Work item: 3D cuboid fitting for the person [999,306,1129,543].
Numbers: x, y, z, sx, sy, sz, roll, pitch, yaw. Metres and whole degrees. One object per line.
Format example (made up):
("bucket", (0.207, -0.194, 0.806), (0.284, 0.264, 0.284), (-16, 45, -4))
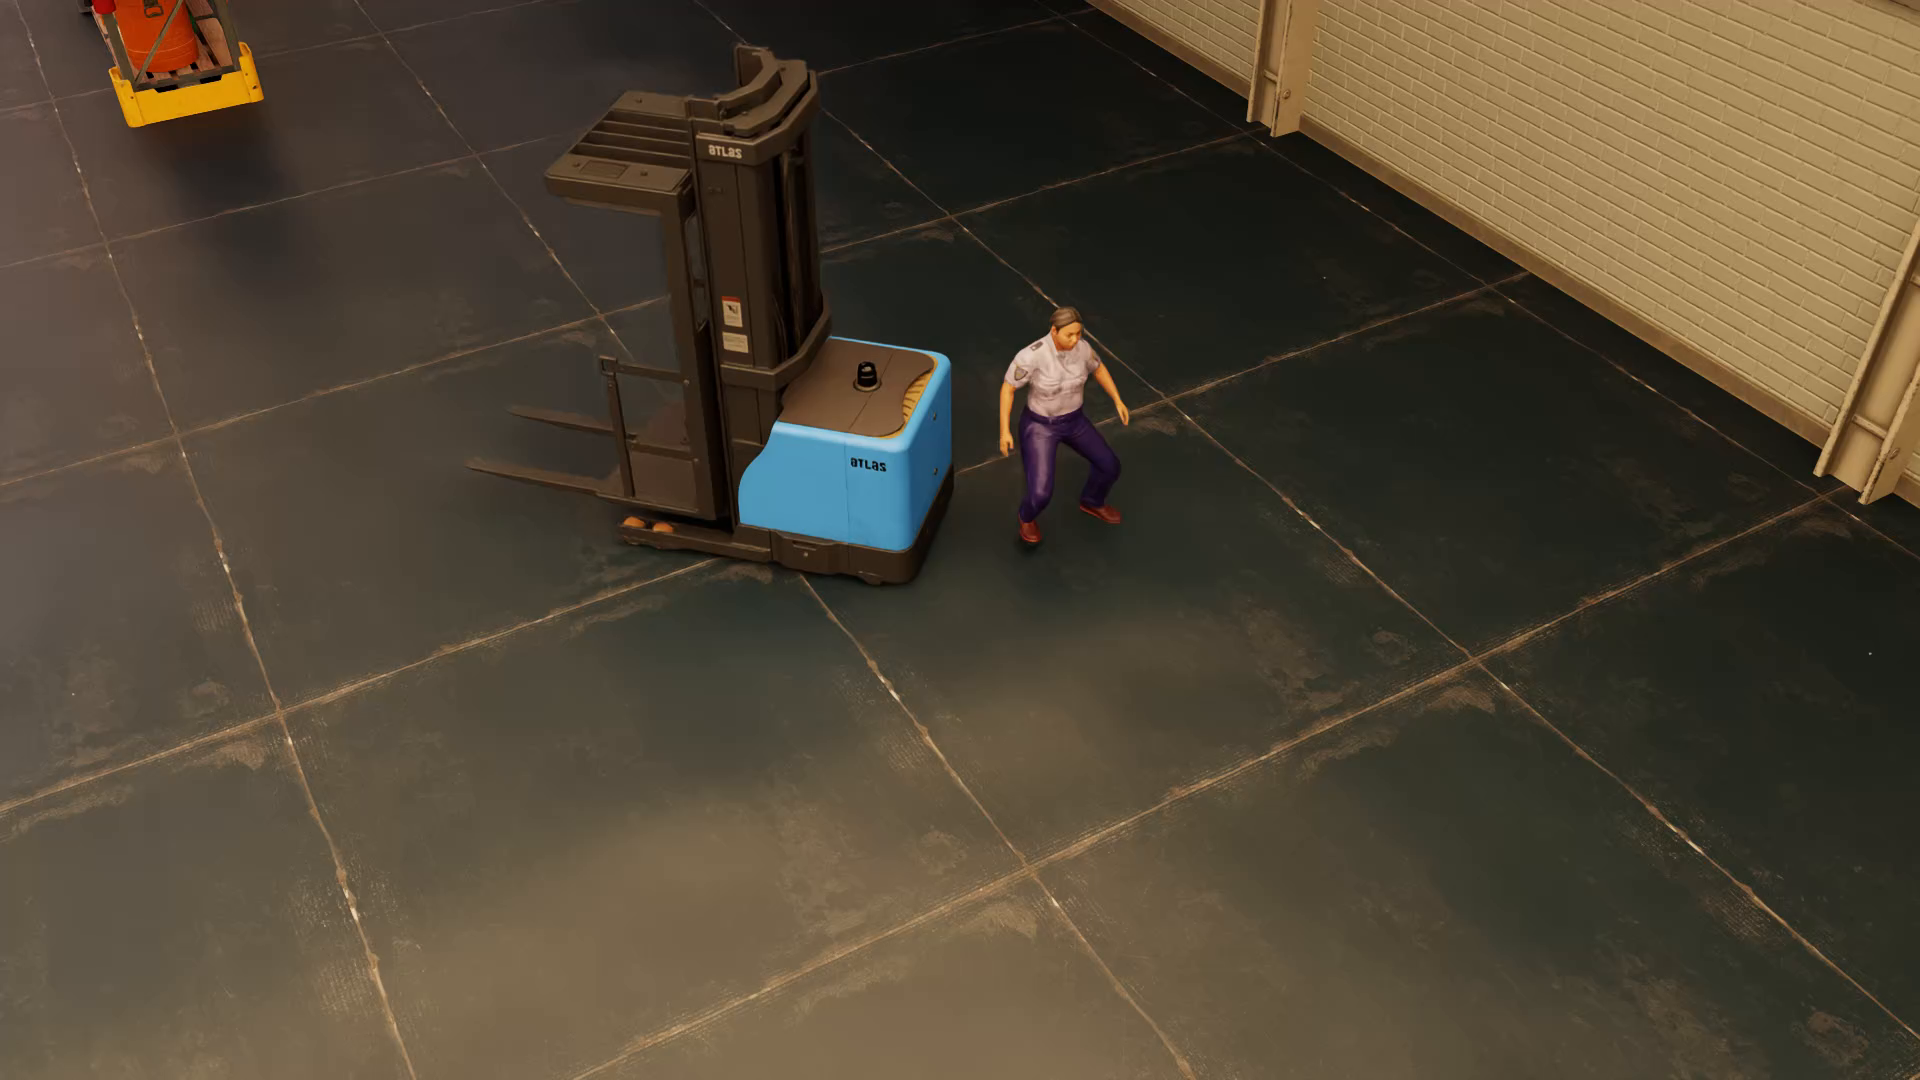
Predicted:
("person", (0.622, -0.667, 9.941), (0.868, 1.545, 0.492), (-19, 43, -21))

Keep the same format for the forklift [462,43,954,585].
("forklift", (-1.615, -1.382, 9.702), (3.031, 2.935, 1.130), (10, 41, 12))
